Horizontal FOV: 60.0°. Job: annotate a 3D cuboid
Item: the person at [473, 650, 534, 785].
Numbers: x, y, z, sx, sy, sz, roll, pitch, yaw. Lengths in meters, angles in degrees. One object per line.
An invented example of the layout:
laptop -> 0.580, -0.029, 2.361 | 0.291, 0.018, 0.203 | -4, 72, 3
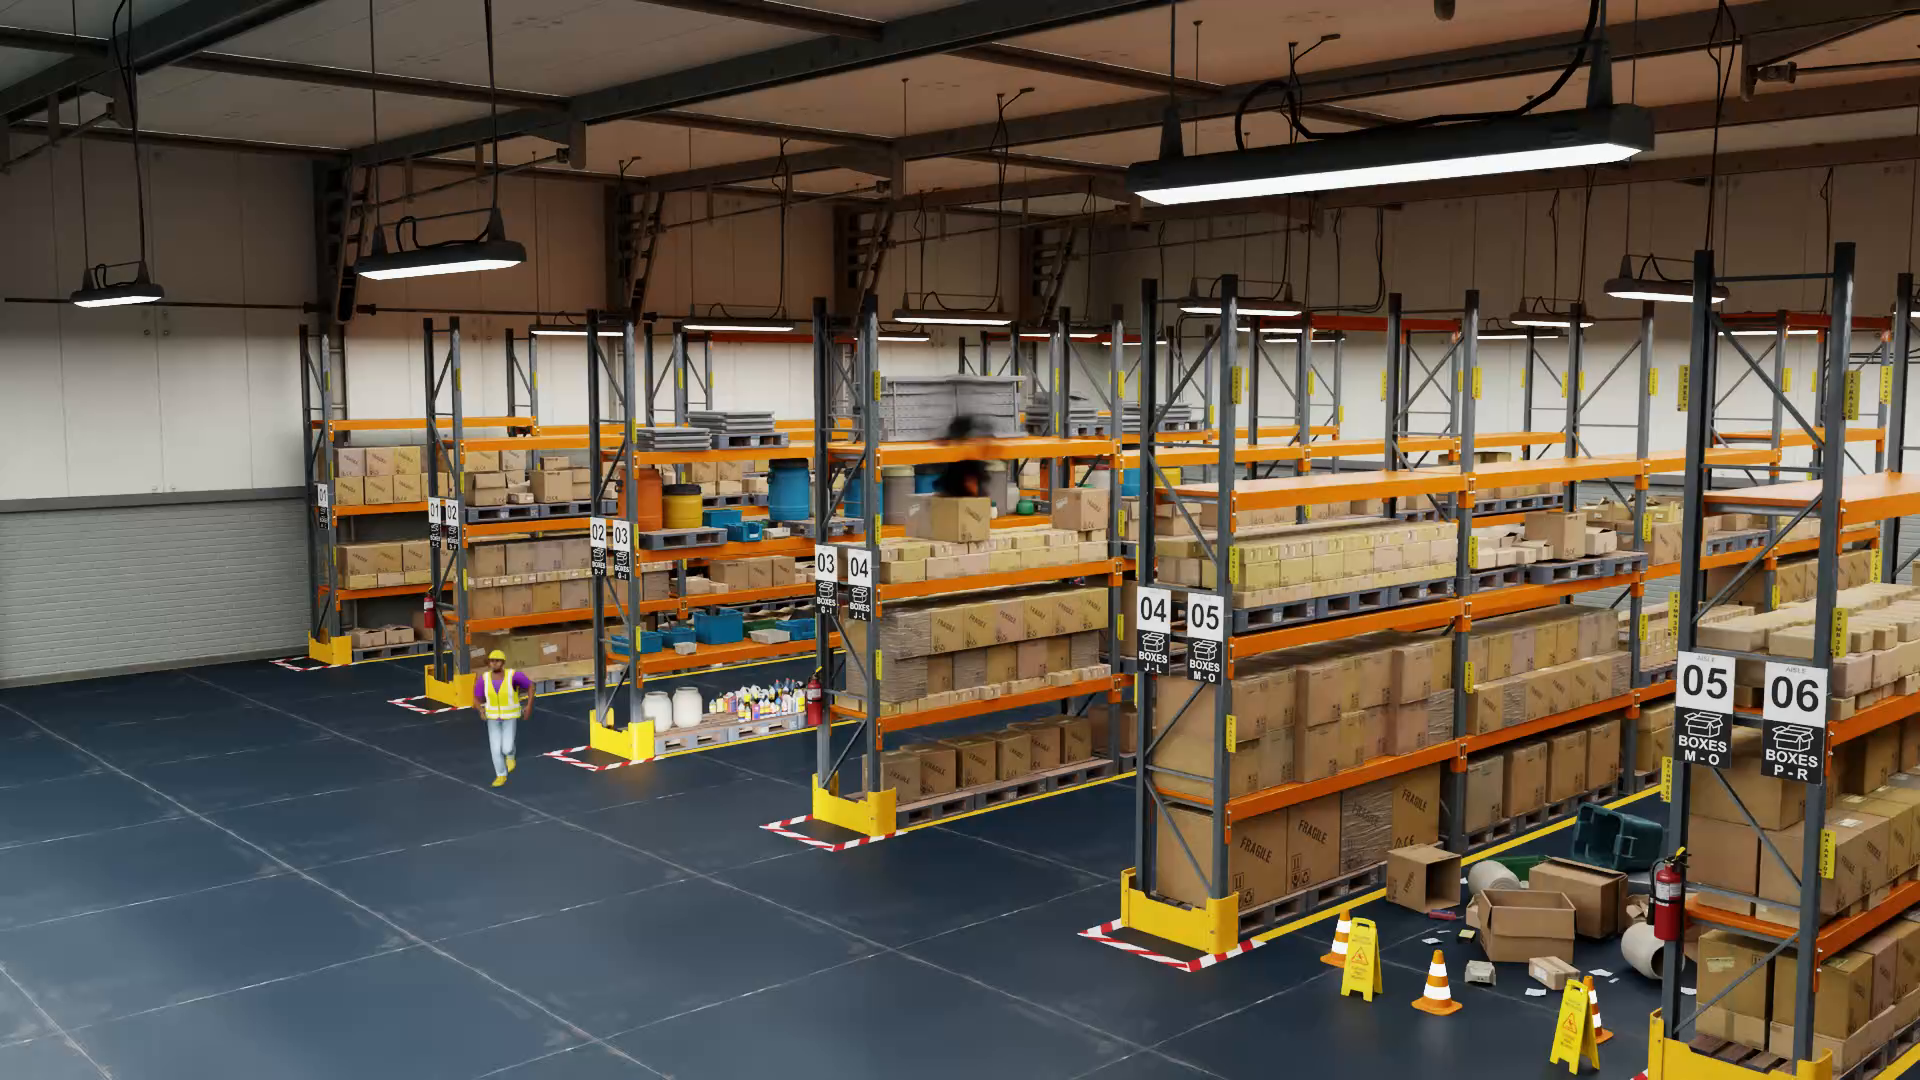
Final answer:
person -> -5.711, 2.221, 20.758 | 0.731, 1.721, 0.647 | 0, 6, -2

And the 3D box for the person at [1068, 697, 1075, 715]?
person -> 1.512, 1.807, 24.594 | 0.688, 1.834, 0.785 | 4, 7, 36
